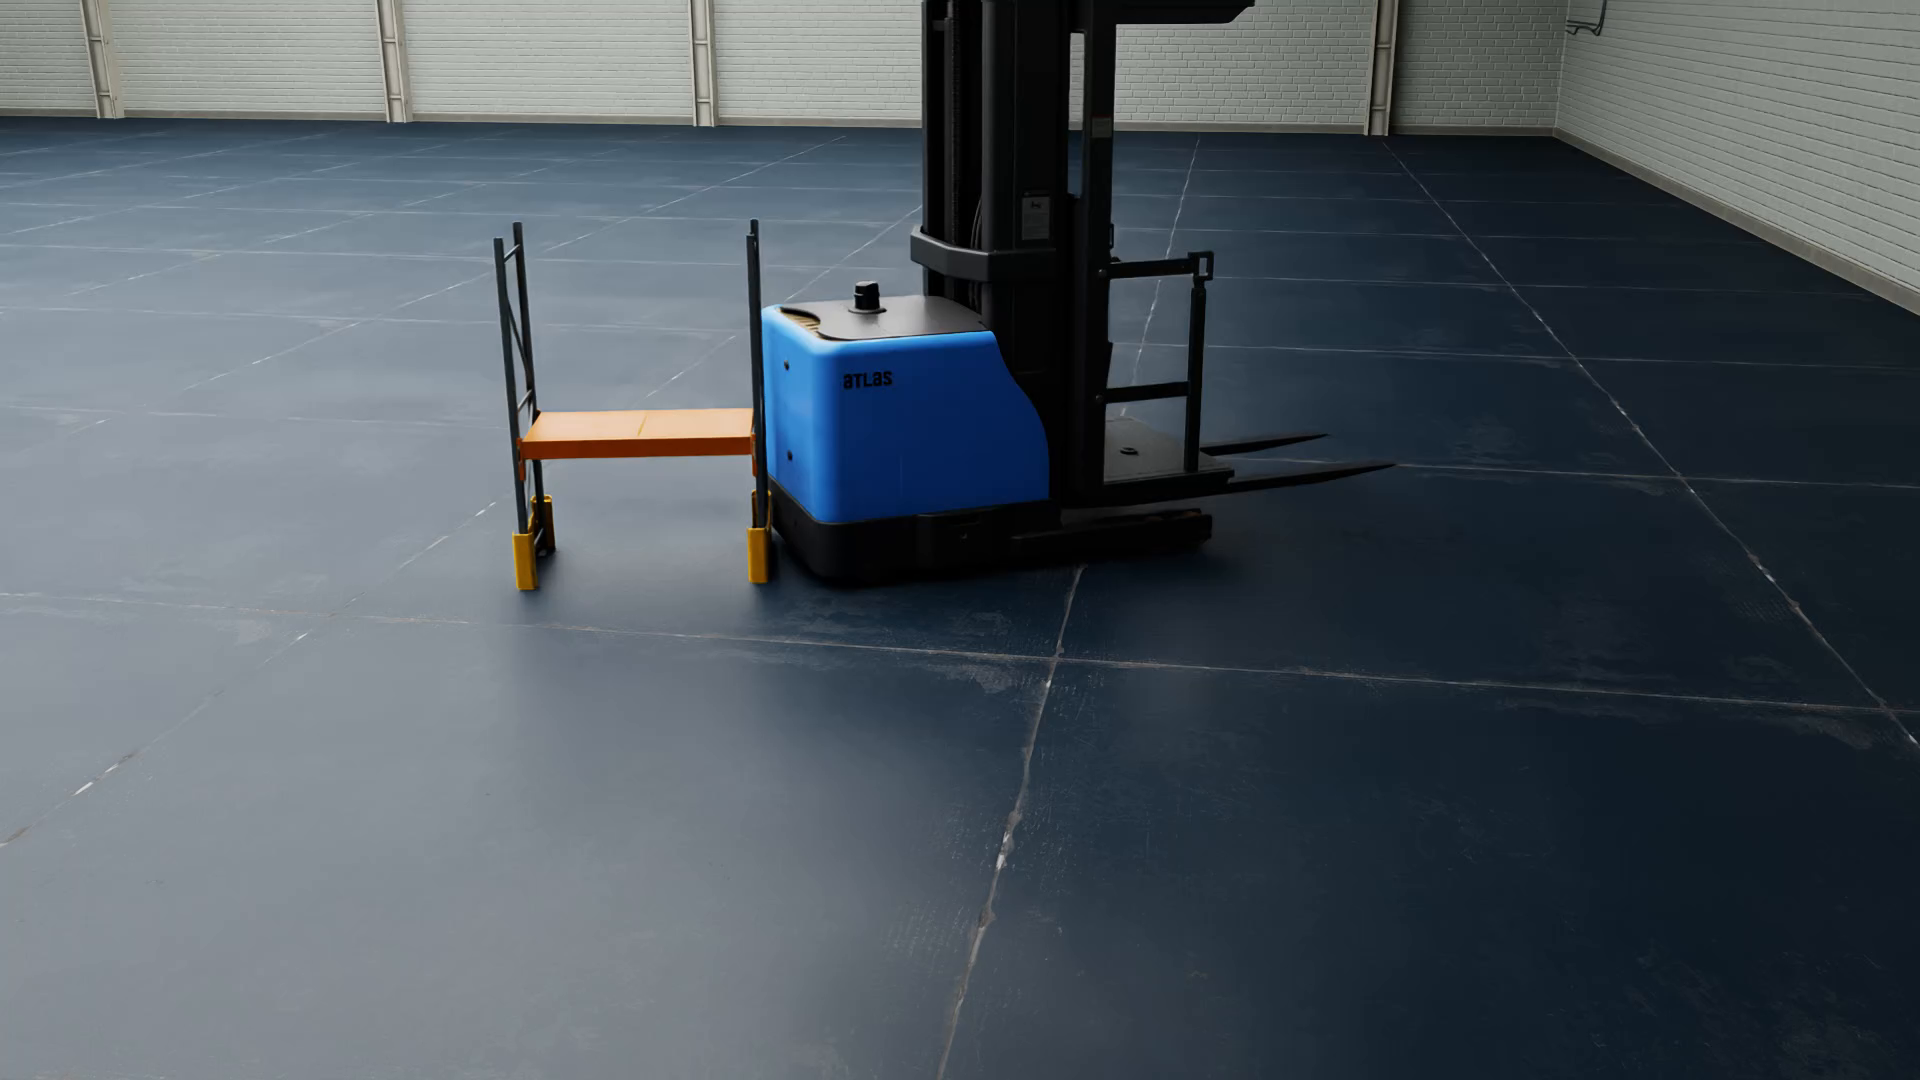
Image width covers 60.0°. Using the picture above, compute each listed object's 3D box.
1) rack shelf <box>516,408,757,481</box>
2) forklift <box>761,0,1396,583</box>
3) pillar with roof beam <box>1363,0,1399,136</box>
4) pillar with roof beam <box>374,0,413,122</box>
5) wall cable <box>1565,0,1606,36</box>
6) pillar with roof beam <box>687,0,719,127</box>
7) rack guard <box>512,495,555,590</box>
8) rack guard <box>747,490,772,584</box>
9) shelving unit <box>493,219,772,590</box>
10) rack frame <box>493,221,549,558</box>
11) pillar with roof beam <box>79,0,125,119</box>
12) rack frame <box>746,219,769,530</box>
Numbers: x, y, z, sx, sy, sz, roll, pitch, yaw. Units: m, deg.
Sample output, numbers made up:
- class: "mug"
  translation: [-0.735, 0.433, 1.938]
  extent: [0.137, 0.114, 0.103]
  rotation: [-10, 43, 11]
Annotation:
- class: "rack shelf"
  translation: [-1.386, -0.430, 7.292]
  extent: [1.000, 0.185, 0.538]
  rotation: [-1, 19, -4]
- class: "forklift"
  translation: [0.631, -1.481, 7.609]
  extent: [3.031, 2.935, 1.130]
  rotation: [-7, 20, -20]
- class: "pillar with roof beam"
  translation: [6.505, -9.927, 23.291]
  extent: [0.400, 9.000, 9.100]
  rotation: [3, 19, 9]
- class: "pillar with roof beam"
  translation: [-11.267, -10.833, 25.998]
  extent: [0.400, 9.000, 9.100]
  rotation: [3, 19, 9]
- class: "wall cable"
  translation: [9.887, -9.241, 26.133]
  extent: [0.112, 2.526, 3.097]
  rotation: [3, 19, 9]
- class: "pillar with roof beam"
  translation: [-5.343, -10.531, 25.096]
  extent: [0.400, 9.000, 9.100]
  rotation: [3, 19, 9]
- class: "rack guard"
  translation: [-1.891, 0.005, 7.394]
  extent: [0.087, 0.250, 0.587]
  rotation: [-1, 19, -4]
- class: "rack guard"
  translation: [-0.899, -0.021, 7.471]
  extent: [0.087, 0.250, 0.587]
  rotation: [-1, 19, -4]
- class: "shelving unit"
  translation: [-1.395, -0.601, 7.234]
  extent: [1.083, 1.500, 0.587]
  rotation: [-1, 19, -4]
- class: "rack frame"
  translation: [-1.893, -0.588, 7.196]
  extent: [0.032, 1.500, 0.500]
  rotation: [-1, 19, -4]
- class: "pillar with roof beam"
  translation: [-17.191, -11.135, 26.901]
  extent: [0.400, 9.000, 9.100]
  rotation: [3, 19, 9]
- class: "rack frame"
  translation: [-0.879, -0.614, 7.274]
  extent: [0.032, 1.500, 0.500]
  rotation: [-1, 19, -4]
